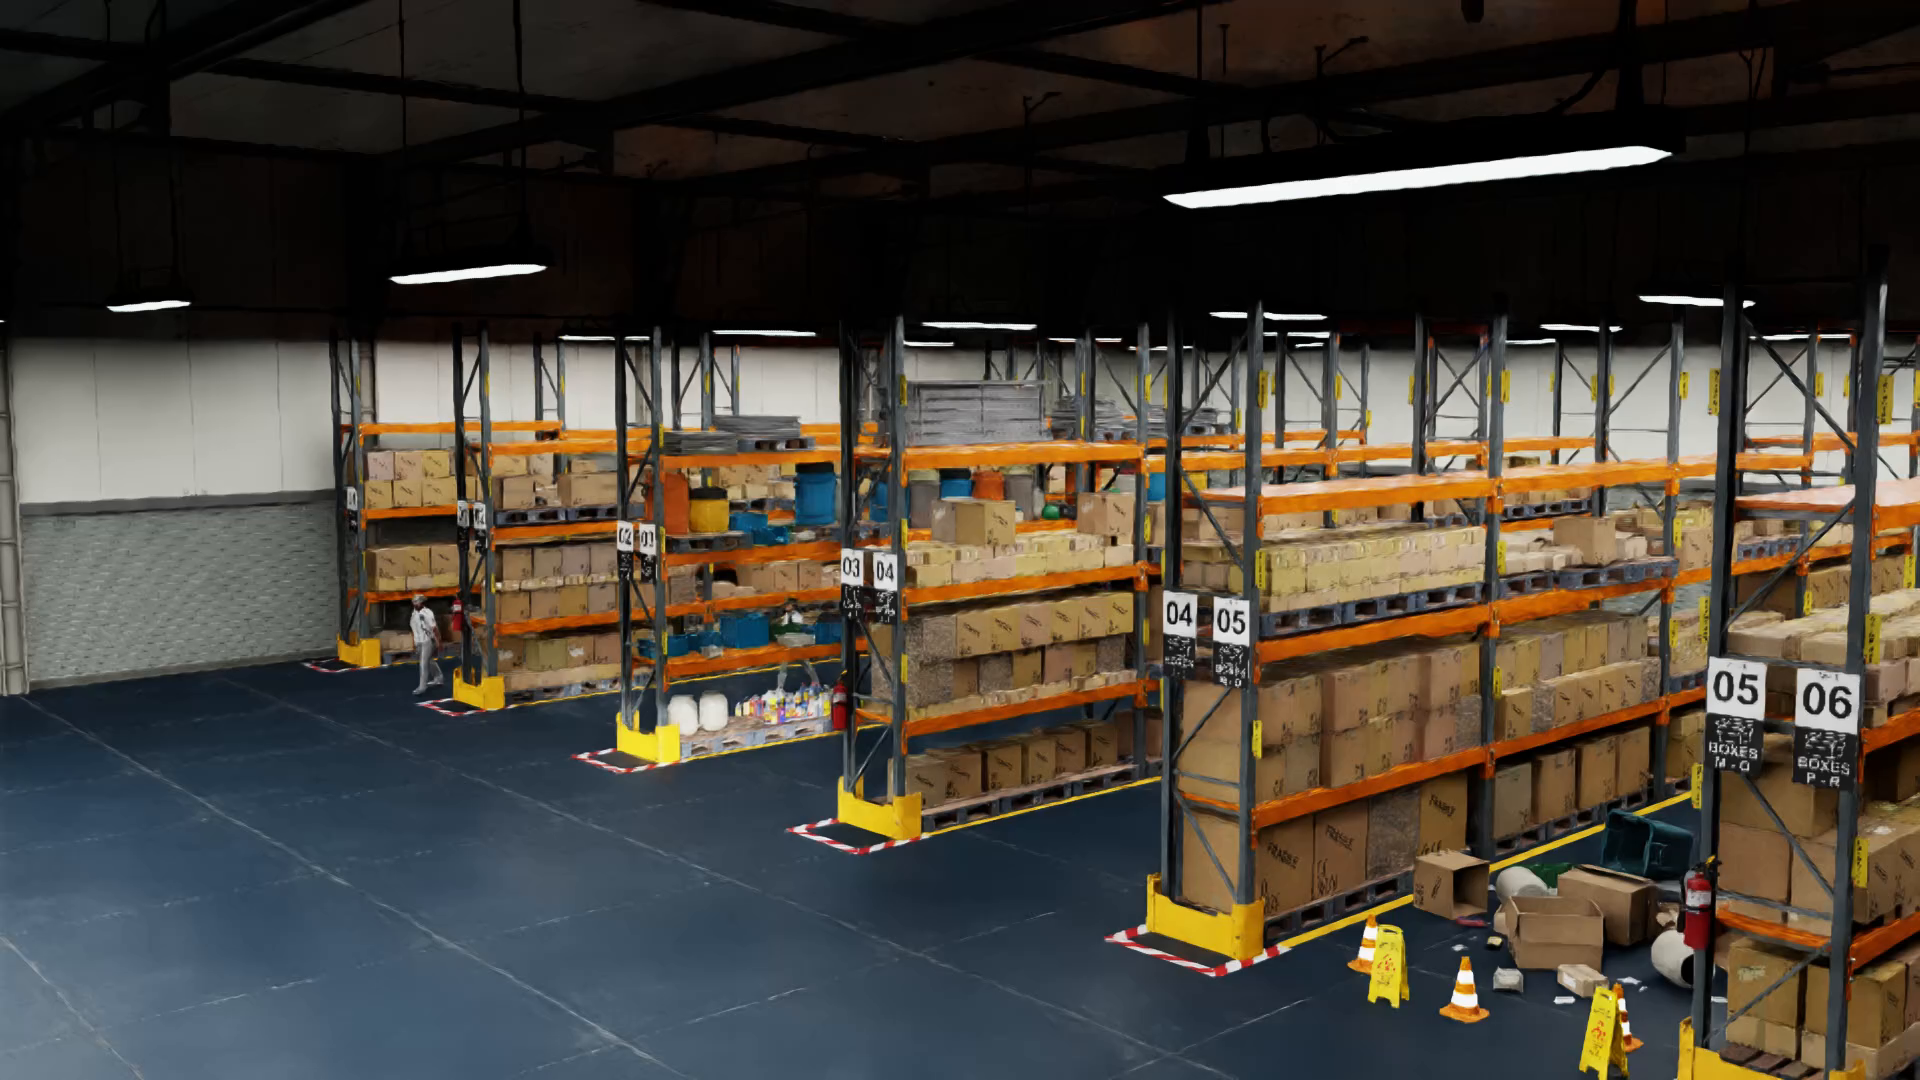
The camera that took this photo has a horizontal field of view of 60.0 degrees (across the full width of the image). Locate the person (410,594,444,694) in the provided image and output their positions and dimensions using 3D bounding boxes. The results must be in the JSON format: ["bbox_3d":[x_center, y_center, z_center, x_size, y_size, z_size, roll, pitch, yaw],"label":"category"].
[{"bbox_3d":[-8.768,1.668,27.255,0.489,1.619,0.942,3,6,26],"label":"person"}]

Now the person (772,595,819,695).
[{"bbox_3d":[-2.677,1.694,26.881,0.980,1.624,0.500,-5,8,-43],"label":"person"}]
